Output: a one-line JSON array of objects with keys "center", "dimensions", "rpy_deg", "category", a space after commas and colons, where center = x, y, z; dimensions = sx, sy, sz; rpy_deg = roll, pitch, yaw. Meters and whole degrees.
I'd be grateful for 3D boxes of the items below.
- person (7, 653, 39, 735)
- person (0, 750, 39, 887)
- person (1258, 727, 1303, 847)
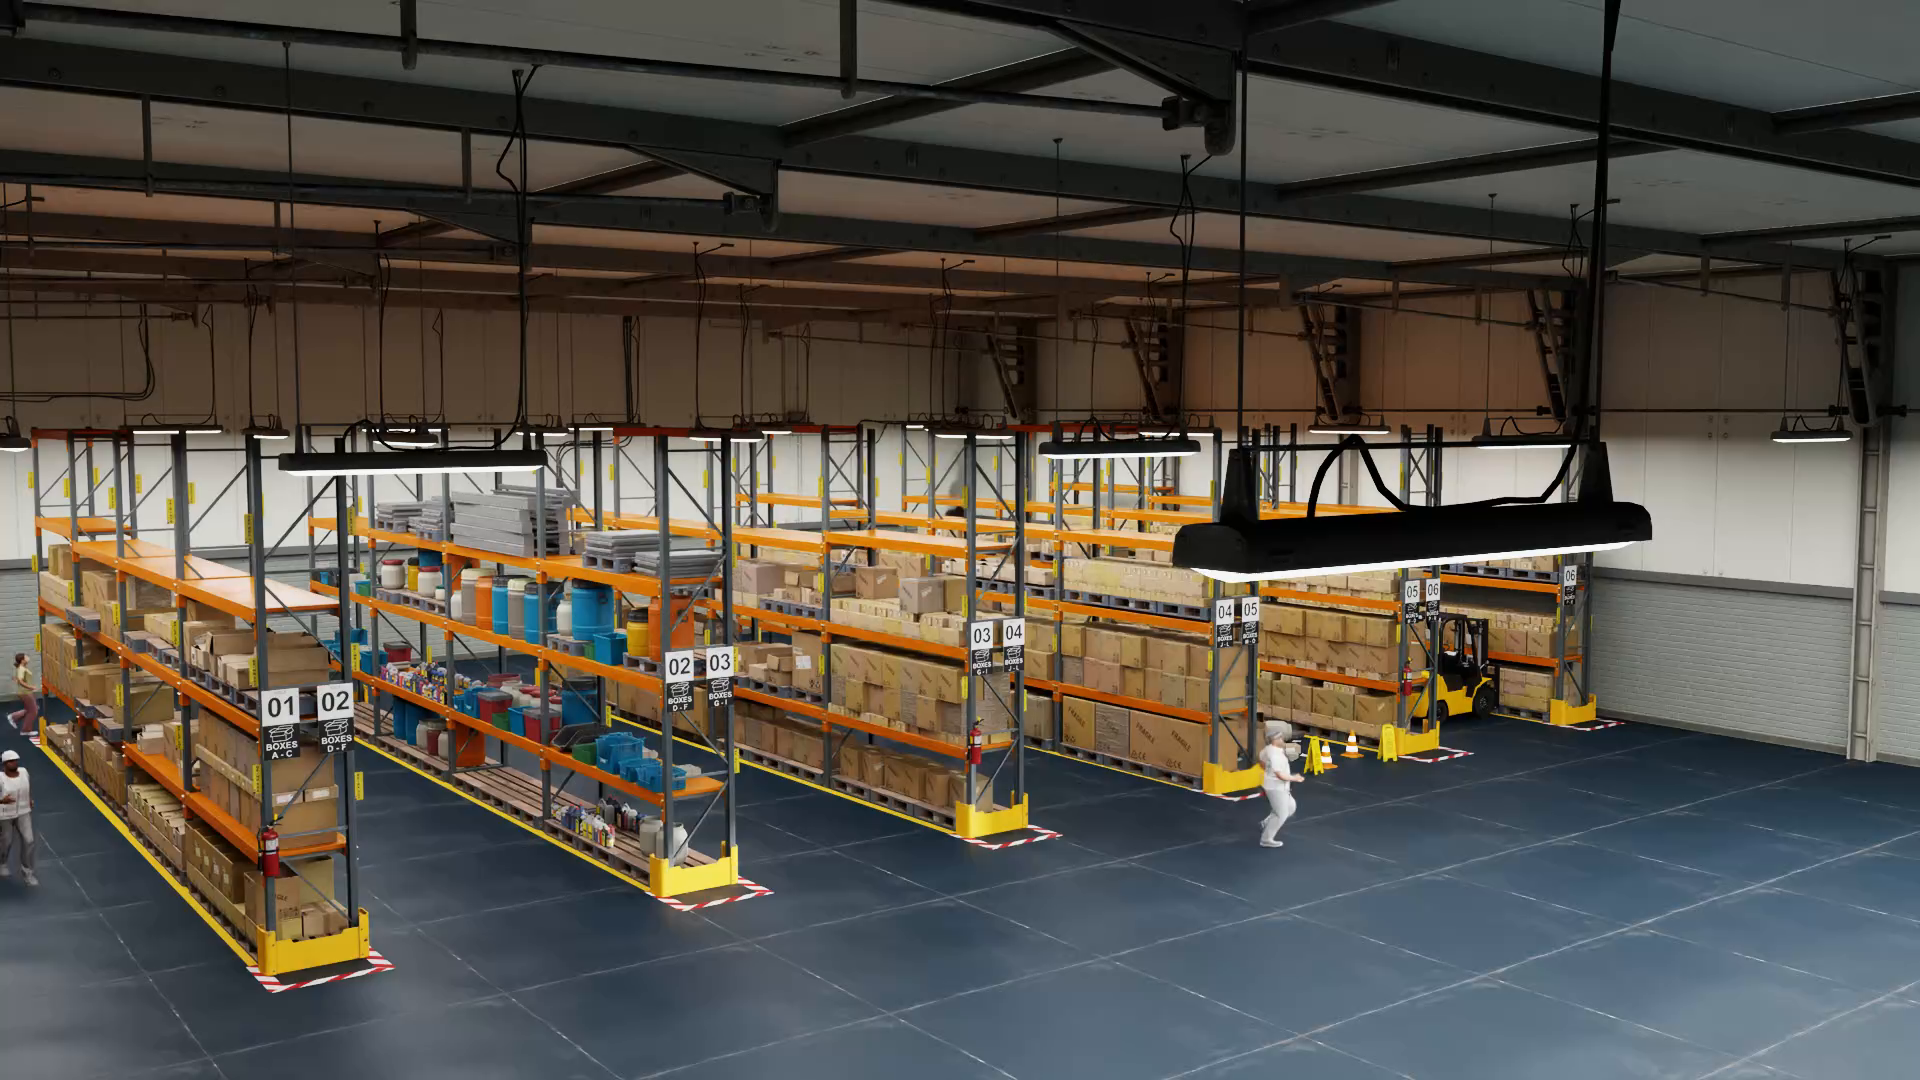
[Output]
[{"center": [-18.192, 2.995, 32.274], "dimensions": [0.566, 1.630, 0.582], "rpy_deg": [-3, 5, -35], "category": "person"}, {"center": [-12.668, 3.699, 22.187], "dimensions": [0.807, 1.816, 0.679], "rpy_deg": [4, 6, 40], "category": "person"}, {"center": [4.649, 3.568, 24.069], "dimensions": [0.616, 1.729, 0.679], "rpy_deg": [0, 4, 4], "category": "person"}]
